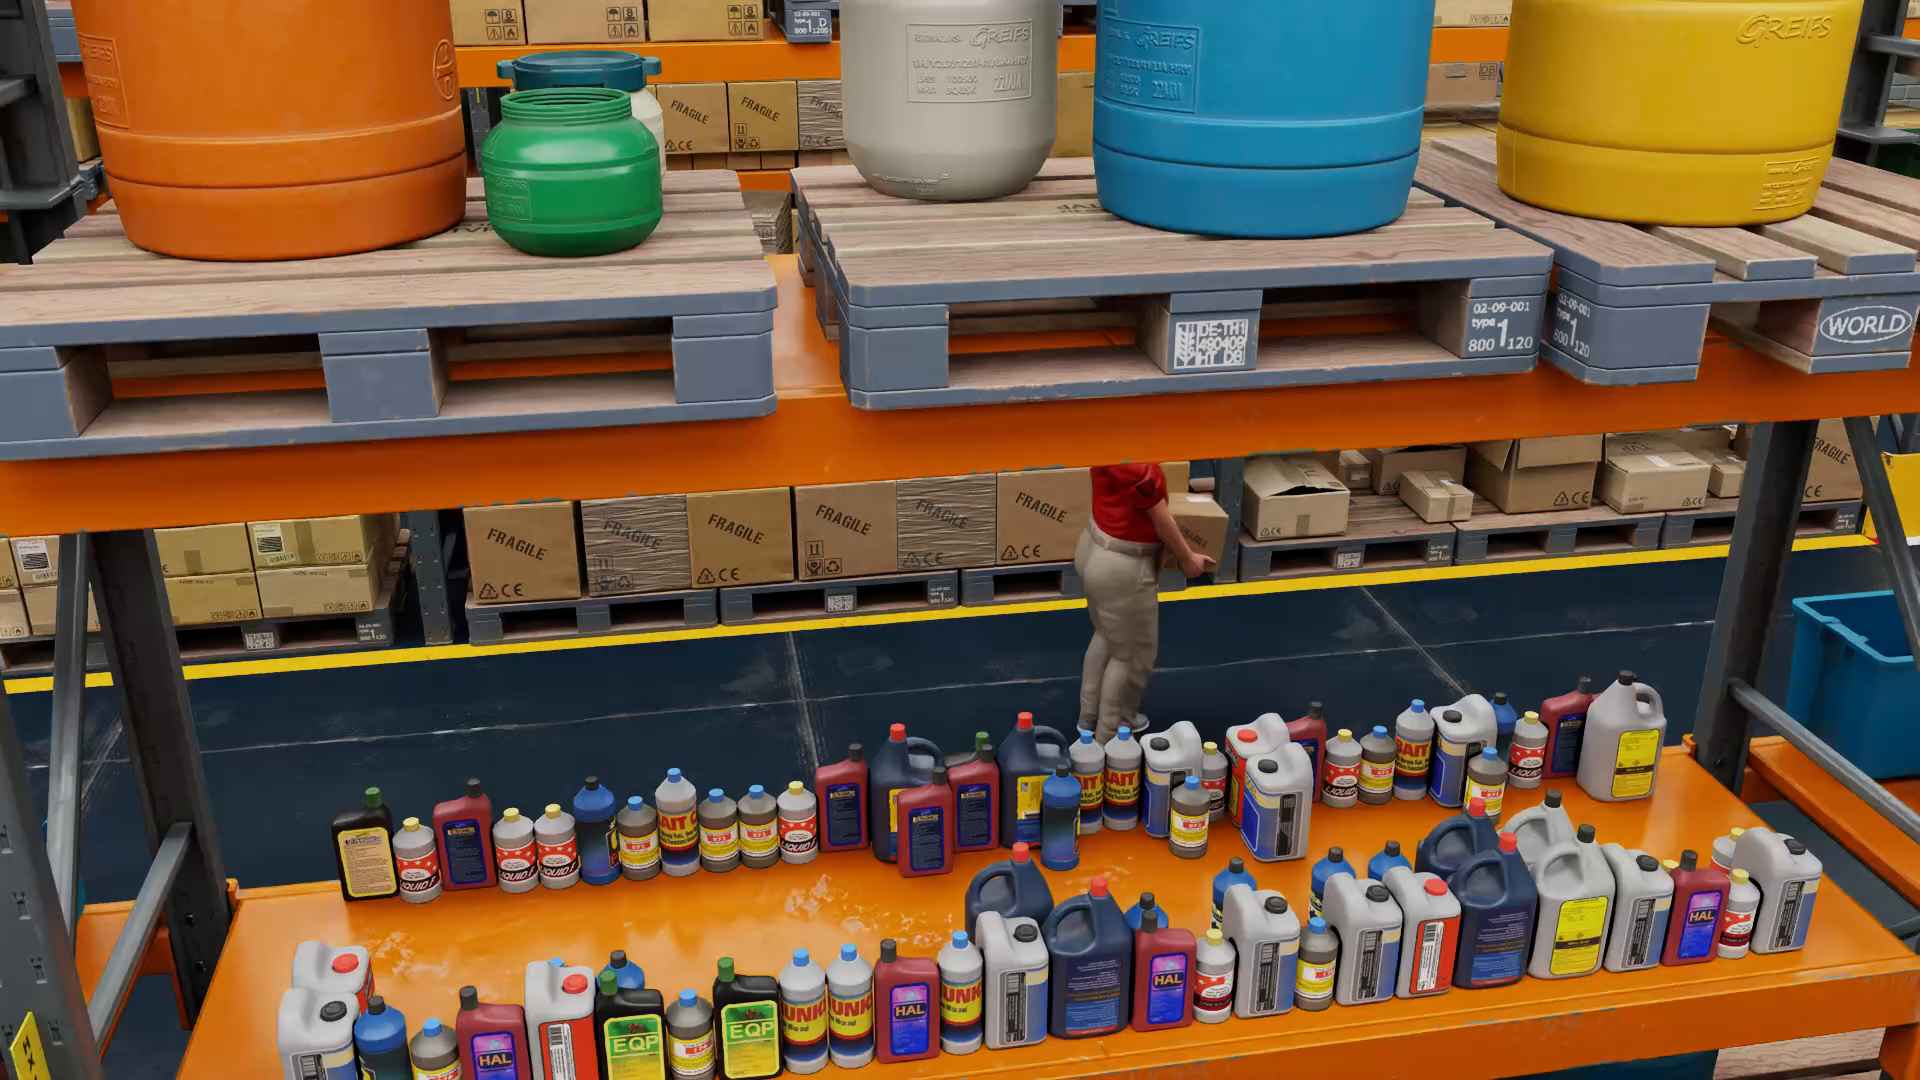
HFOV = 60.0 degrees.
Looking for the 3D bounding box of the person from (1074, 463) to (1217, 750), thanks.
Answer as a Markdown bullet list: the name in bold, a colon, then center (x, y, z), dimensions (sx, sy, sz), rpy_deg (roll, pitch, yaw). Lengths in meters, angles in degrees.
- **person**: center (0.754, 0.096, 6.907), dimensions (0.544, 1.725, 0.490), rpy_deg (-4, 24, -10)
